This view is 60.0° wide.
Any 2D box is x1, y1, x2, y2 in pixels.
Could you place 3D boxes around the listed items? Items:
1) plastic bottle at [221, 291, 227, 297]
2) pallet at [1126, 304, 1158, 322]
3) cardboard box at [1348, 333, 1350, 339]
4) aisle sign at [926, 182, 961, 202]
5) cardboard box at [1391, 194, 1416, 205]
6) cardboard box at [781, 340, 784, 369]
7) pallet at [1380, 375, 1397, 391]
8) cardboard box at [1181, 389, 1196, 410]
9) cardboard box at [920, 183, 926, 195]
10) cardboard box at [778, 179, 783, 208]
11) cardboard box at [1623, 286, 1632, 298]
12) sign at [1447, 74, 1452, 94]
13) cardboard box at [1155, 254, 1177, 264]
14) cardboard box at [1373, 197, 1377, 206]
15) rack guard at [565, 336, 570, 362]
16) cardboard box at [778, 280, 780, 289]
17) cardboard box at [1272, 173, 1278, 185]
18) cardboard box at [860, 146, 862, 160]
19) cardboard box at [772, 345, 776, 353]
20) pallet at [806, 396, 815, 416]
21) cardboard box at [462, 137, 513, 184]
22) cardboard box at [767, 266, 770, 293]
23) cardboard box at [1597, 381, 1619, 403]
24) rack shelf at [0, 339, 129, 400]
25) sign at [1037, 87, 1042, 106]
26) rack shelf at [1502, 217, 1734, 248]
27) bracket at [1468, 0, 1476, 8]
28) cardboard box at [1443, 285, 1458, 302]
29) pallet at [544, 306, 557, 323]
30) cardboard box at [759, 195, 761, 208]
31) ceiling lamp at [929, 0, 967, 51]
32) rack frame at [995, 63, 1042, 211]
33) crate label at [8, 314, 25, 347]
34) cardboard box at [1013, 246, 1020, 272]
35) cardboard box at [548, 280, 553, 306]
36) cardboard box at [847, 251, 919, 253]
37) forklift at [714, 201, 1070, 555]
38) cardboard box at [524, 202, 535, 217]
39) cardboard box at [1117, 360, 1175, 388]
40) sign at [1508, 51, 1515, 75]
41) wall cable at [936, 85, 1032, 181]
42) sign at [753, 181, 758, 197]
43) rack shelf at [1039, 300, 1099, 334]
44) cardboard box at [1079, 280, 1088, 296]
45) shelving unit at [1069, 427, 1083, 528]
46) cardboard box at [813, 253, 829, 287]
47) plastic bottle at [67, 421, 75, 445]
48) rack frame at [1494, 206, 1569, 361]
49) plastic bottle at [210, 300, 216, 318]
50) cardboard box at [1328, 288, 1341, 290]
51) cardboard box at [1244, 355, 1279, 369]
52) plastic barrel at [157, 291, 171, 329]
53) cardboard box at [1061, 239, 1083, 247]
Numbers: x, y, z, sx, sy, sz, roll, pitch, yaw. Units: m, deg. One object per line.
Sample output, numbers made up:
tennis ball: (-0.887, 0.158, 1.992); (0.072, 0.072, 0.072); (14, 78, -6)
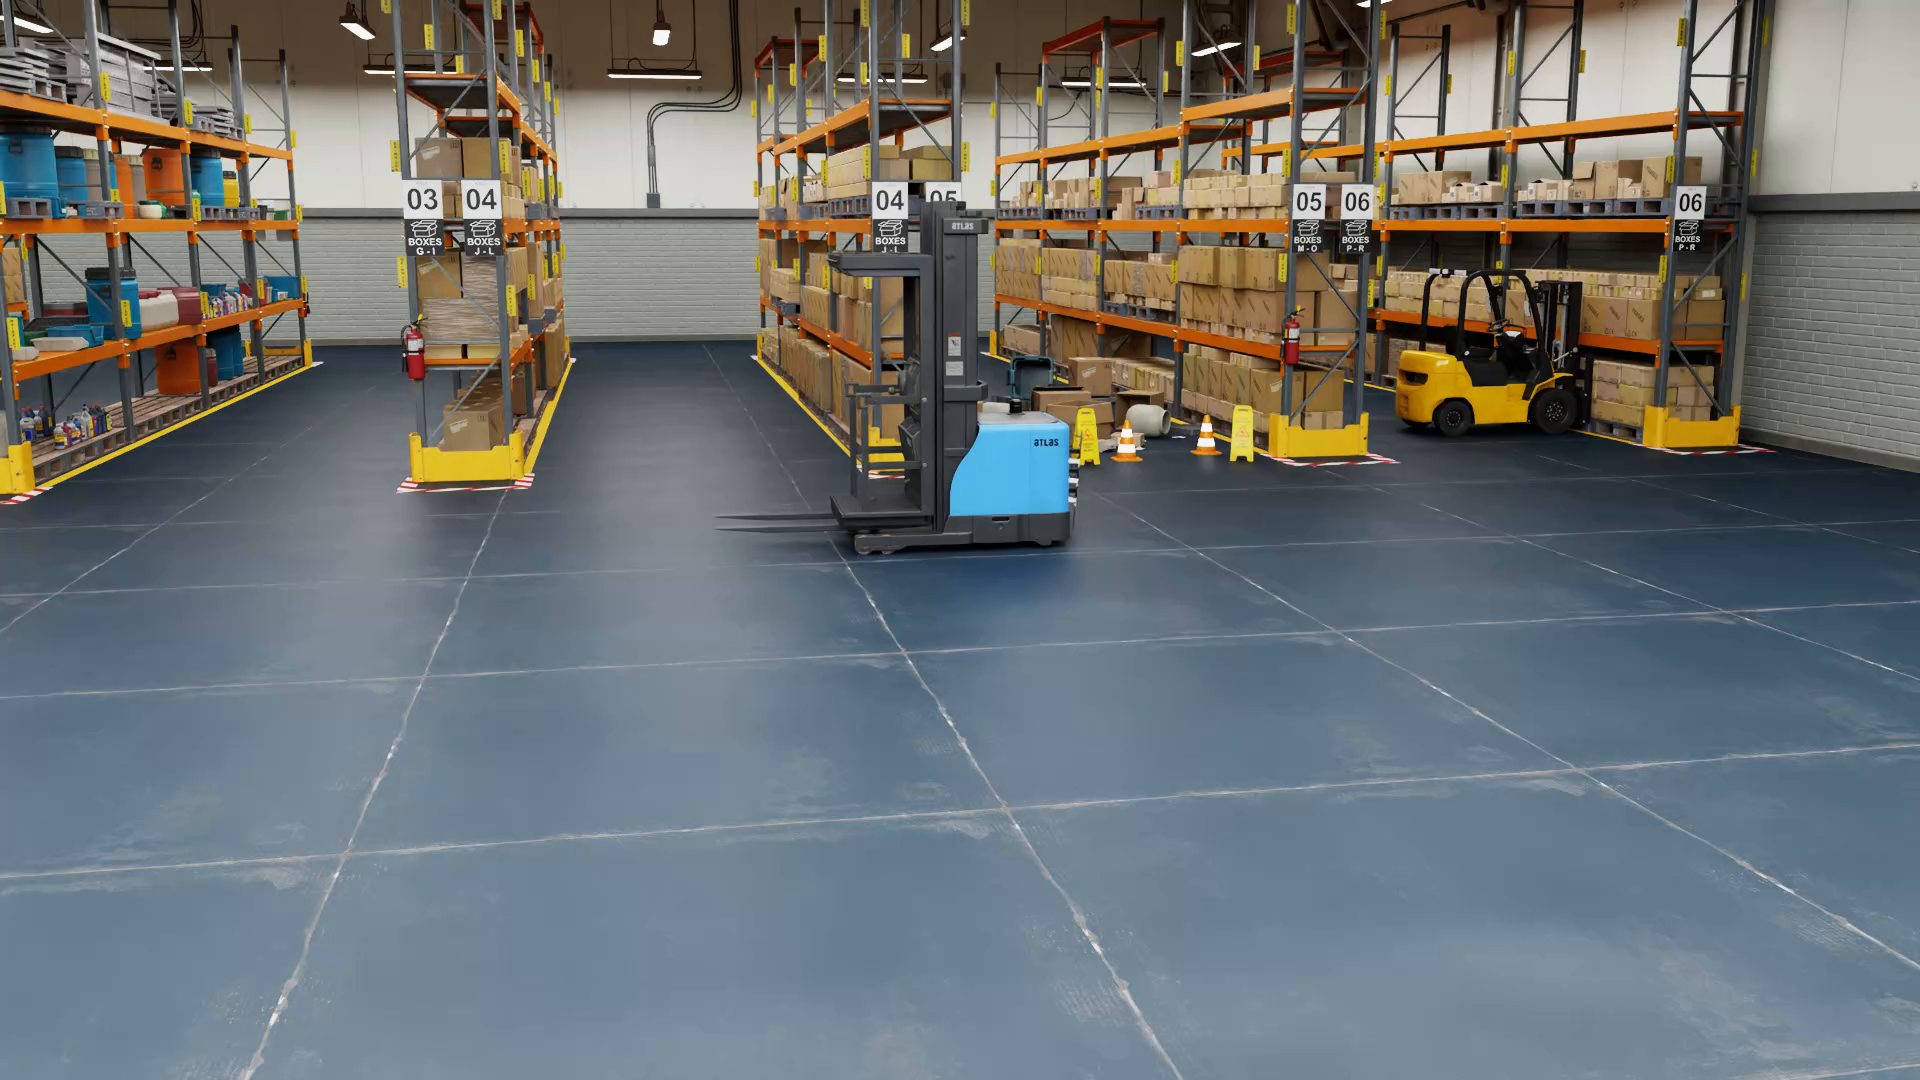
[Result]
plastic bottle: (-12.173, -3.937, 27.492); (0.144, 0.351, 0.185); (-2, 11, -11)
pallet: (3.215, -3.508, 25.620); (1.003, 0.211, 1.213); (-2, 11, -11)
cardboard box: (7.167, -3.718, 30.038); (0.380, 0.149, 0.250); (-2, 11, -12)
aisle sign: (-0.182, -3.573, 18.496); (0.394, 0.787, 0.004); (-2, 11, -11)
cardboard box: (7.428, -5.685, 27.753); (0.380, 0.166, 0.250); (-2, 11, -11)
cardboard box: (-2.940, -3.332, 29.745); (0.500, 0.500, 0.500); (-2, 11, -9)
pallet: (7.780, -2.623, 27.914); (1.003, 0.211, 1.213); (-2, 11, -11)
cardboard box: (3.418, -1.968, 23.245); (0.500, 0.250, 0.500); (-3, 11, -14)
cardboard box: (-0.242, -3.979, 18.836); (0.380, 0.149, 0.250); (-2, 11, -11)
cardboard box: (-2.858, -6.155, 29.598); (0.700, 0.500, 0.500); (-2, 11, -11)
cardboard box: (8.803, -3.195, 21.458); (0.380, 0.149, 0.250); (-2, 11, -10)
sign: (8.202, -7.650, 27.900); (0.100, 0.325, 0.005); (-2, 11, -11)
cardboard box: (3.110, -4.153, 24.574); (0.380, 0.149, 0.250); (-2, 11, -13)
cardboard box: (7.322, -5.846, 28.699); (0.380, 0.149, 0.250); (-2, 11, -12)
rack guard: (-8.491, -3.848, 33.574); (1.175, 0.500, 0.348); (-2, 11, -11)
cardboard box: (-2.892, -4.353, 28.295); (0.380, 0.149, 0.250); (-2, 11, -12)
cardboard box: (3.978, -4.339, 19.987); (0.380, 0.149, 0.250); (-2, 11, -10)
cardboard box: (-0.935, -4.391, 18.870); (0.380, 0.149, 0.250); (-2, 11, -11)
cardboard box: (-3.331, -3.595, 31.269); (0.380, 0.149, 0.250); (-3, 11, -13)
pallet: (-1.732, -2.025, 24.772); (1.003, 0.211, 1.213); (-2, 11, -11)
cardboard box: (-5.398, -4.333, 19.017); (0.500, 0.500, 0.500); (-2, 11, -11)
cardboard box: (-3.390, -4.960, 31.668); (0.500, 0.500, 0.500); (-2, 11, -11)
cardboard box: (8.726, -1.950, 21.811); (0.500, 0.250, 0.500); (-2, 11, -12)
rack shelf: (-10.622, -1.970, 18.948); (1.077, 0.370, 4.000); (-2, 11, -11)
sign: (1.463, -8.166, 30.611); (0.100, 0.325, 0.005); (-2, 11, -11)
rack shelf: (8.825, -4.165, 22.459); (1.077, 0.370, 4.000); (-2, 11, -11)
bracket: (8.367, -8.718, 26.804); (0.235, 0.232, 0.430); (-2, 11, -11)
cardboard box: (7.889, -3.853, 25.979); (0.500, 0.250, 0.500); (-2, 11, -10)
pallet: (-6.687, -3.383, 24.960); (1.213, 0.211, 1.003); (-2, 11, -11)
cardboard box: (-3.769, -6.787, 33.372); (0.500, 0.250, 0.500); (-2, 11, -10)
ceiling lamp: (0.032, -10.280, 29.028); (0.800, 3.185, 2.000); (-2, 11, -11)
rack frame: (1.234, -8.379, 34.650); (1.000, 3.000, 0.127); (-2, 11, -11)
crate label: (-10.856, -2.302, 18.672); (0.502, 0.435, 0.616); (-2, 11, -11)
cardboard box: (1.361, -5.593, 33.119); (0.500, 0.500, 0.500); (-2, 11, -11)
cardboard box: (-7.152, -4.124, 28.075); (0.500, 0.500, 0.500); (-2, 11, -12)
cardboard box: (-1.009, -3.471, 21.619); (0.875, 0.550, 0.550); (-2, 11, -11)
forklift: (-0.614, -1.421, 14.323); (3.031, 2.935, 1.130); (-2, 11, -9)
cardboard box: (-6.393, -4.743, 23.971); (0.500, 0.250, 0.500); (-2, 11, -9)
cardboard box: (3.042, -2.641, 26.452); (0.950, 0.372, 0.625); (-2, 11, -12)
sign: (7.907, -6.835, 23.829); (0.100, 0.325, 0.005); (-2, 11, -11)
wall cable: (0.590, -9.438, 40.218); (2.355, 3.000, 0.029); (-2, 11, -11)
sign: (-4.134, -7.116, 33.702); (0.100, 0.325, 0.005); (-2, 11, -11)
rack shelf: (2.401, -3.978, 29.496); (1.077, 0.370, 4.000); (-2, 11, -11)
cardboard box: (2.344, -4.310, 28.381); (0.500, 0.250, 0.500); (-2, 11, -12)
shelving unit: (0.938, -0.578, 15.284); (0.210, 0.900, 0.258); (0, 10, -26)
cardboard box: (-1.868, -4.131, 25.434); (0.700, 0.500, 0.500); (-2, 11, -12)
plastic bottle: (-10.347, -1.239, 19.304); (0.097, 0.271, 0.097); (0, 11, 0)
rack frame: (8.436, -3.412, 24.599); (1.000, 3.000, 0.127); (-2, 11, -11)
plastic bottle: (-11.672, -3.611, 25.958); (0.061, 0.283, 0.133); (-2, 11, -11)
cardboard box: (4.422, -2.884, 20.764); (0.500, 0.500, 0.500); (-2, 11, -9)
cardboard box: (3.797, -2.242, 20.943); (0.380, 0.149, 0.250); (-2, 11, -9)
plastic barrel: (-11.297, -3.220, 23.295); (0.421, 0.512, 0.421); (0, 11, 0)
cardboard box: (2.140, -5.671, 31.790); (0.380, 0.149, 0.250); (-2, 11, -10)
